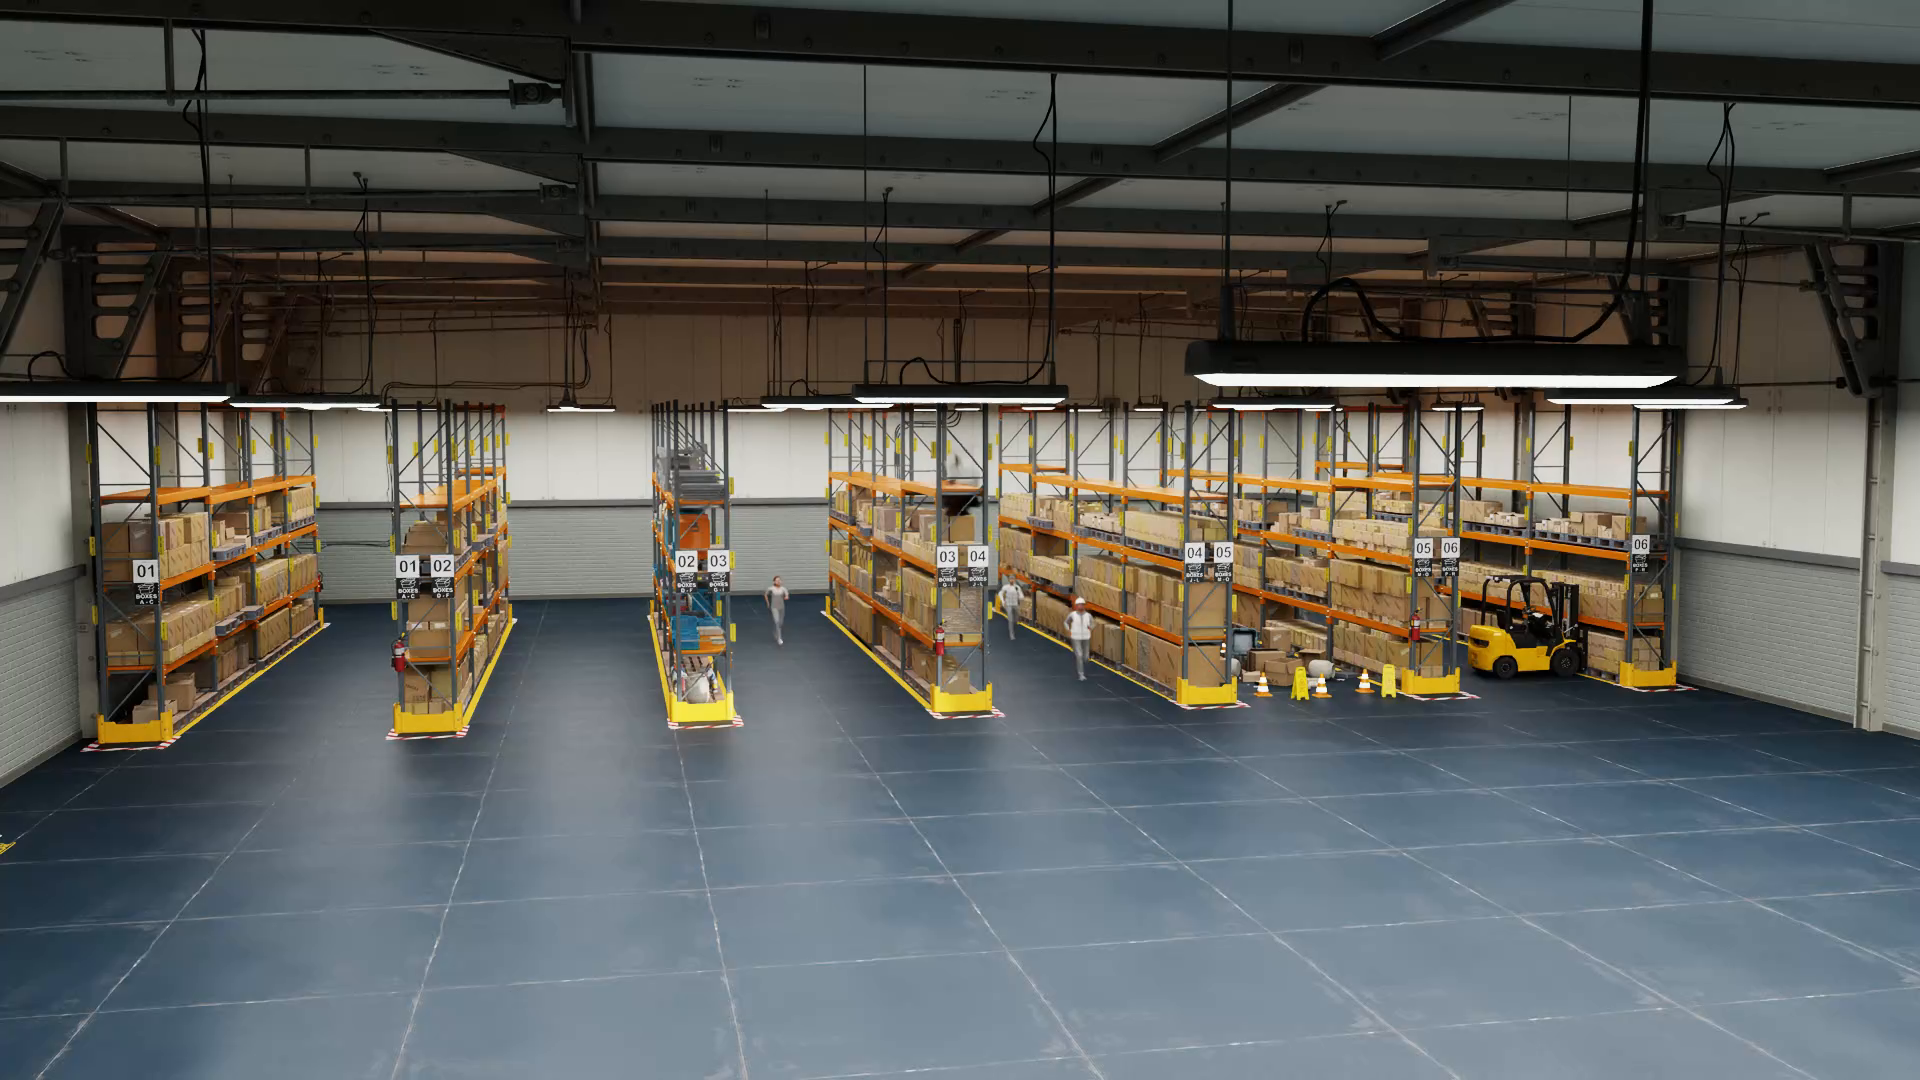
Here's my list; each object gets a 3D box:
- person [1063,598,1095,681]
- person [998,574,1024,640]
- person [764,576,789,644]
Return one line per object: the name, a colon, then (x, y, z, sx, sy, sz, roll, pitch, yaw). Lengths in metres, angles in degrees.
person: (2.604, 2.127, 35.994, 0.667, 1.750, 0.919, -1, 4, -12)
person: (1.316, 1.684, 42.409, 0.624, 1.664, 0.884, -1, 4, -11)
person: (-4.562, 1.727, 41.598, 0.561, 1.657, 0.968, -2, 5, -24)
